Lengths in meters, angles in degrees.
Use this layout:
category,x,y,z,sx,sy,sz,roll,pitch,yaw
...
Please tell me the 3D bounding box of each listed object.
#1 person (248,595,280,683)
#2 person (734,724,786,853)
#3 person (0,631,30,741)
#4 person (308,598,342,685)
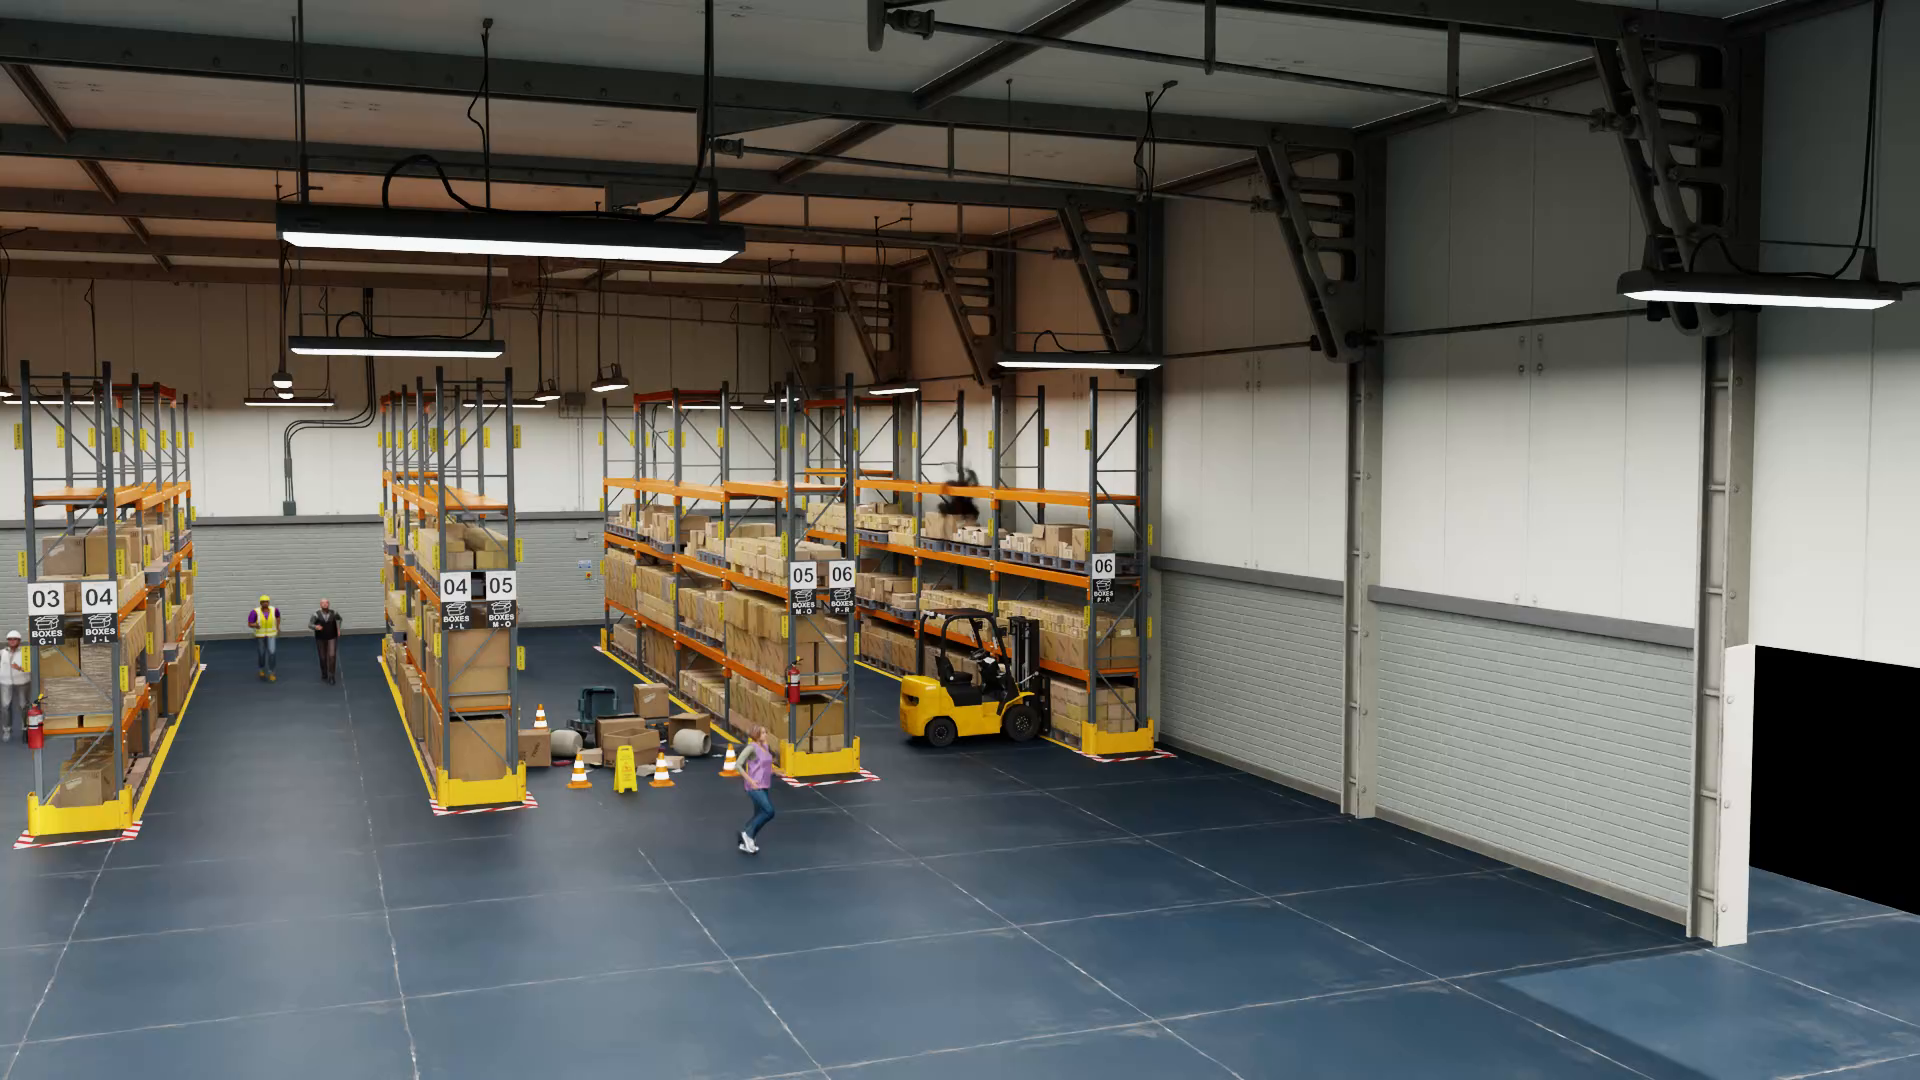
category,x,y,z,sx,sy,sz,roll,pitch,yaw
person,-14.483,2.027,34.637,0.640,1.796,0.890,-2,4,-25
person,-2.417,3.046,20.077,0.600,1.465,0.513,1,4,19
person,-15.847,2.412,27.877,0.645,1.785,0.894,-1,4,-21
person,-13.042,2.065,34.182,0.659,1.739,0.933,-1,4,-21
